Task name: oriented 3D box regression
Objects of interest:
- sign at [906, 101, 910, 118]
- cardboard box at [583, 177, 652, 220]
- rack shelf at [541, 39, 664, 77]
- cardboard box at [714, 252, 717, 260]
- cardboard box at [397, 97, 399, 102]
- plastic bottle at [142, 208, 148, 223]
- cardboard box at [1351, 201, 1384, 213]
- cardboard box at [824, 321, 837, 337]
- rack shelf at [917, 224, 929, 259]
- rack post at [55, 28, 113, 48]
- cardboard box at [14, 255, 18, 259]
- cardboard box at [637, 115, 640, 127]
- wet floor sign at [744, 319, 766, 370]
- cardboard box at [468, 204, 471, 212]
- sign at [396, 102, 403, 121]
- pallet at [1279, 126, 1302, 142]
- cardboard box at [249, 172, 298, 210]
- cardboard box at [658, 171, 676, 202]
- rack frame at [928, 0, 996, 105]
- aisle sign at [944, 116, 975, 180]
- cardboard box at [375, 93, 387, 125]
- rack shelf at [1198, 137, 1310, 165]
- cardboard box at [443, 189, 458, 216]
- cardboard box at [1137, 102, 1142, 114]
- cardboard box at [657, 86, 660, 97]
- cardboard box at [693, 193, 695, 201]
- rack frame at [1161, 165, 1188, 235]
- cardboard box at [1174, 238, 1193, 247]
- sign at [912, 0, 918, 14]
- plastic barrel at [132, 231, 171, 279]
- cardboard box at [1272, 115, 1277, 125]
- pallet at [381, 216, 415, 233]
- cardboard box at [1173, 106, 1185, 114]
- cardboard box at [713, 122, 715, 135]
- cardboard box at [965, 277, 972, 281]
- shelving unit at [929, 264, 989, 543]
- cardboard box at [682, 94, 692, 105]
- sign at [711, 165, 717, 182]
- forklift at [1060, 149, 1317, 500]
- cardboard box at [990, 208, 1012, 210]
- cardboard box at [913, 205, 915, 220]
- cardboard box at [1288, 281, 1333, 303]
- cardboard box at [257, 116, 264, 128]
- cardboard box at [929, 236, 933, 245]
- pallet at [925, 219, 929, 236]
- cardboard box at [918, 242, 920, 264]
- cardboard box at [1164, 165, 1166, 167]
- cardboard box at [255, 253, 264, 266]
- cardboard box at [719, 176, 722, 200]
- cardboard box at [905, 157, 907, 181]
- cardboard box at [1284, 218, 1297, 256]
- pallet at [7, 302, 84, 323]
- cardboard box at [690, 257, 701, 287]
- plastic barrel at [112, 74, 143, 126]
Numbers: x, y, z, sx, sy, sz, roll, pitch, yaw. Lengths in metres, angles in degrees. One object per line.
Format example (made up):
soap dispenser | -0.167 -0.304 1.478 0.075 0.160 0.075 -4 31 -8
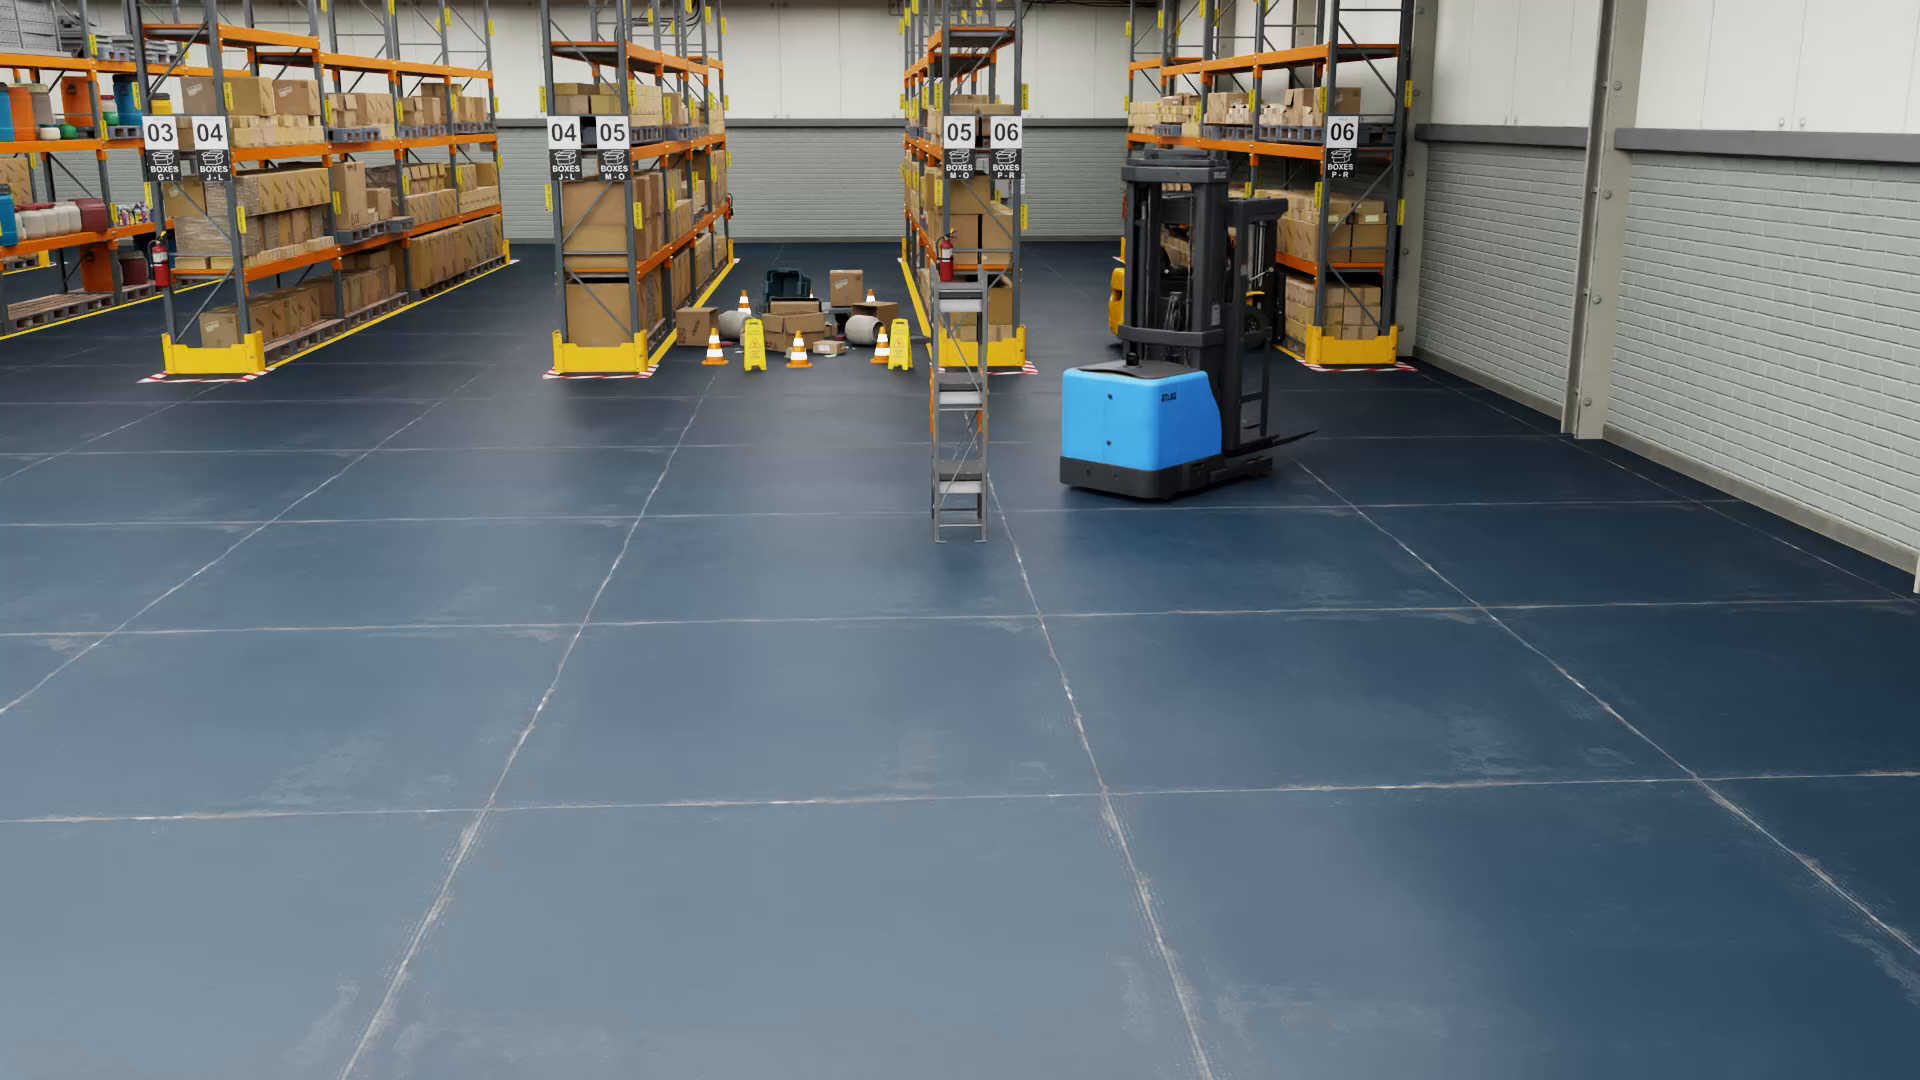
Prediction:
sign | -1.019 -8.484 32.766 0.100 0.325 0.005 -1 14 -3
cardboard box | -4.666 -4.631 22.538 0.875 0.550 0.550 -1 14 -3
rack shelf | -4.780 -6.527 22.580 1.077 0.370 4.000 -1 14 -3
cardboard box | -5.103 -5.712 33.489 0.380 0.149 0.250 0 14 -1
cardboard box | -10.218 -7.461 28.934 0.797 0.503 0.637 0 14 0
plastic bottle | -14.807 -5.894 30.174 0.097 0.271 0.097 0 14 0
cardboard box | 5.425 -4.439 22.158 0.380 0.149 0.250 -1 14 -5
cardboard box | -2.061 -3.203 24.940 0.258 0.266 0.396 -13 20 -42
rack shelf | -0.093 -4.911 27.539 1.077 0.370 4.000 -1 14 -3
rack post | -15.138 -8.576 28.450 0.954 0.300 0.937 -1 14 -3
cardboard box | -20.277 -6.049 35.320 0.380 0.166 0.250 -1 14 -3
cardboard box | -4.389 -5.465 21.687 0.380 0.149 0.250 -1 14 -3
wet floor sign | -2.678 -2.549 21.639 0.267 0.644 0.232 -3 15 -13
cardboard box | -10.076 -6.687 33.500 0.380 0.149 0.250 0 14 -2
sign | -9.567 -7.315 28.380 0.100 0.325 0.005 -1 14 -3
pallet | 5.136 -5.735 23.455 1.003 0.211 1.213 -1 14 -3
cardboard box | -9.468 -4.805 22.879 0.500 0.500 0.500 -1 14 -3
cardboard box | -5.067 -5.823 27.431 0.700 0.500 0.500 -1 14 -4
rack frame | 0.030 -7.668 24.768 1.000 3.000 0.127 -1 14 -3
aisle sign | -0.007 -5.007 21.248 0.394 0.787 0.004 -1 14 -3
cardboard box | -9.787 -7.105 27.398 0.500 0.500 0.500 -1 14 -4
rack shelf | 4.860 -6.442 27.466 1.077 0.370 4.000 -1 14 -3
cardboard box | -10.055 -6.535 32.206 0.500 0.500 0.500 -1 14 -3
cardboard box | 4.075 -9.225 35.541 0.500 0.250 0.500 -1 14 -4
cardboard box | -4.548 -6.481 24.036 0.380 0.149 0.250 -1 14 -4
cardboard box | -5.050 -6.263 30.413 0.380 0.149 0.250 -1 14 -3
rack frame | 4.489 -6.829 33.550 1.000 3.000 0.127 -1 14 -3
cardboard box | 4.376 -5.781 32.347 0.380 0.149 0.250 -1 14 -4
sign | -0.771 -9.182 28.462 0.100 0.325 0.005 -1 14 -3
plastic barrel | -15.239 -5.398 31.355 0.600 0.901 0.708 -1 14 -3
cardboard box | 4.757 -6.115 24.215 0.380 0.149 0.250 0 14 -2
pallet | -9.958 -5.336 28.129 1.213 0.211 1.003 -1 14 -3
cardboard box | 4.223 -8.093 31.306 0.380 0.149 0.250 -1 14 -3
cardboard box | -5.205 -8.274 33.446 0.500 0.250 0.500 -1 14 -4
cardboard box | -0.092 -3.453 23.598 0.500 0.500 0.500 -1 14 -5
shelving unit | -0.010 -1.058 12.925 0.431 2.100 0.503 -1 14 -3
cardboard box | -4.933 -7.761 29.412 0.396 0.266 0.258 -1 14 -3
sign | -4.846 -7.221 32.746 0.100 0.325 0.005 -1 14 -3
forklift | 2.244 -2.058 15.142 1.130 2.935 3.031 13 19 40
cardboard box | 0.458 -4.338 23.067 0.500 0.500 0.500 -1 14 -5
cardboard box | -0.630 -6.185 31.346 0.500 0.250 0.500 -1 14 -4
cardboard box | 4.855 -3.438 23.036 0.500 0.250 0.500 -1 14 -2
cardboard box | -9.414 -5.516 21.926 0.380 0.149 0.250 -1 14 -4
cardboard box | -0.270 -4.557 25.223 0.380 0.149 0.250 -1 14 -4
pallet | -0.054 -5.173 27.495 1.003 0.211 1.213 -1 14 -3
cardboard box | -0.397 -5.872 34.129 0.875 0.438 0.875 -1 14 -4
cardboard box | 4.093 -7.769 35.400 0.500 0.500 0.500 -1 14 -2
cardboard box | -9.389 -3.692 21.861 0.380 0.149 0.250 -1 14 -3
cardboard box | -5.274 -7.352 34.782 0.500 0.500 0.500 0 14 -1
cardboard box | -0.929 -8.027 35.998 0.500 0.500 0.500 -1 14 -5
cardboard box | 4.885 -4.268 23.396 0.500 0.500 0.500 -1 14 -4
pallet | -14.970 -3.681 26.910 1.003 0.211 1.213 -1 14 -3
cardboard box | -4.941 -4.828 29.946 0.500 0.500 0.500 -2 15 -6
plastic barrel | -15.041 -7.999 30.228 0.600 0.901 0.708 -1 14 -3
